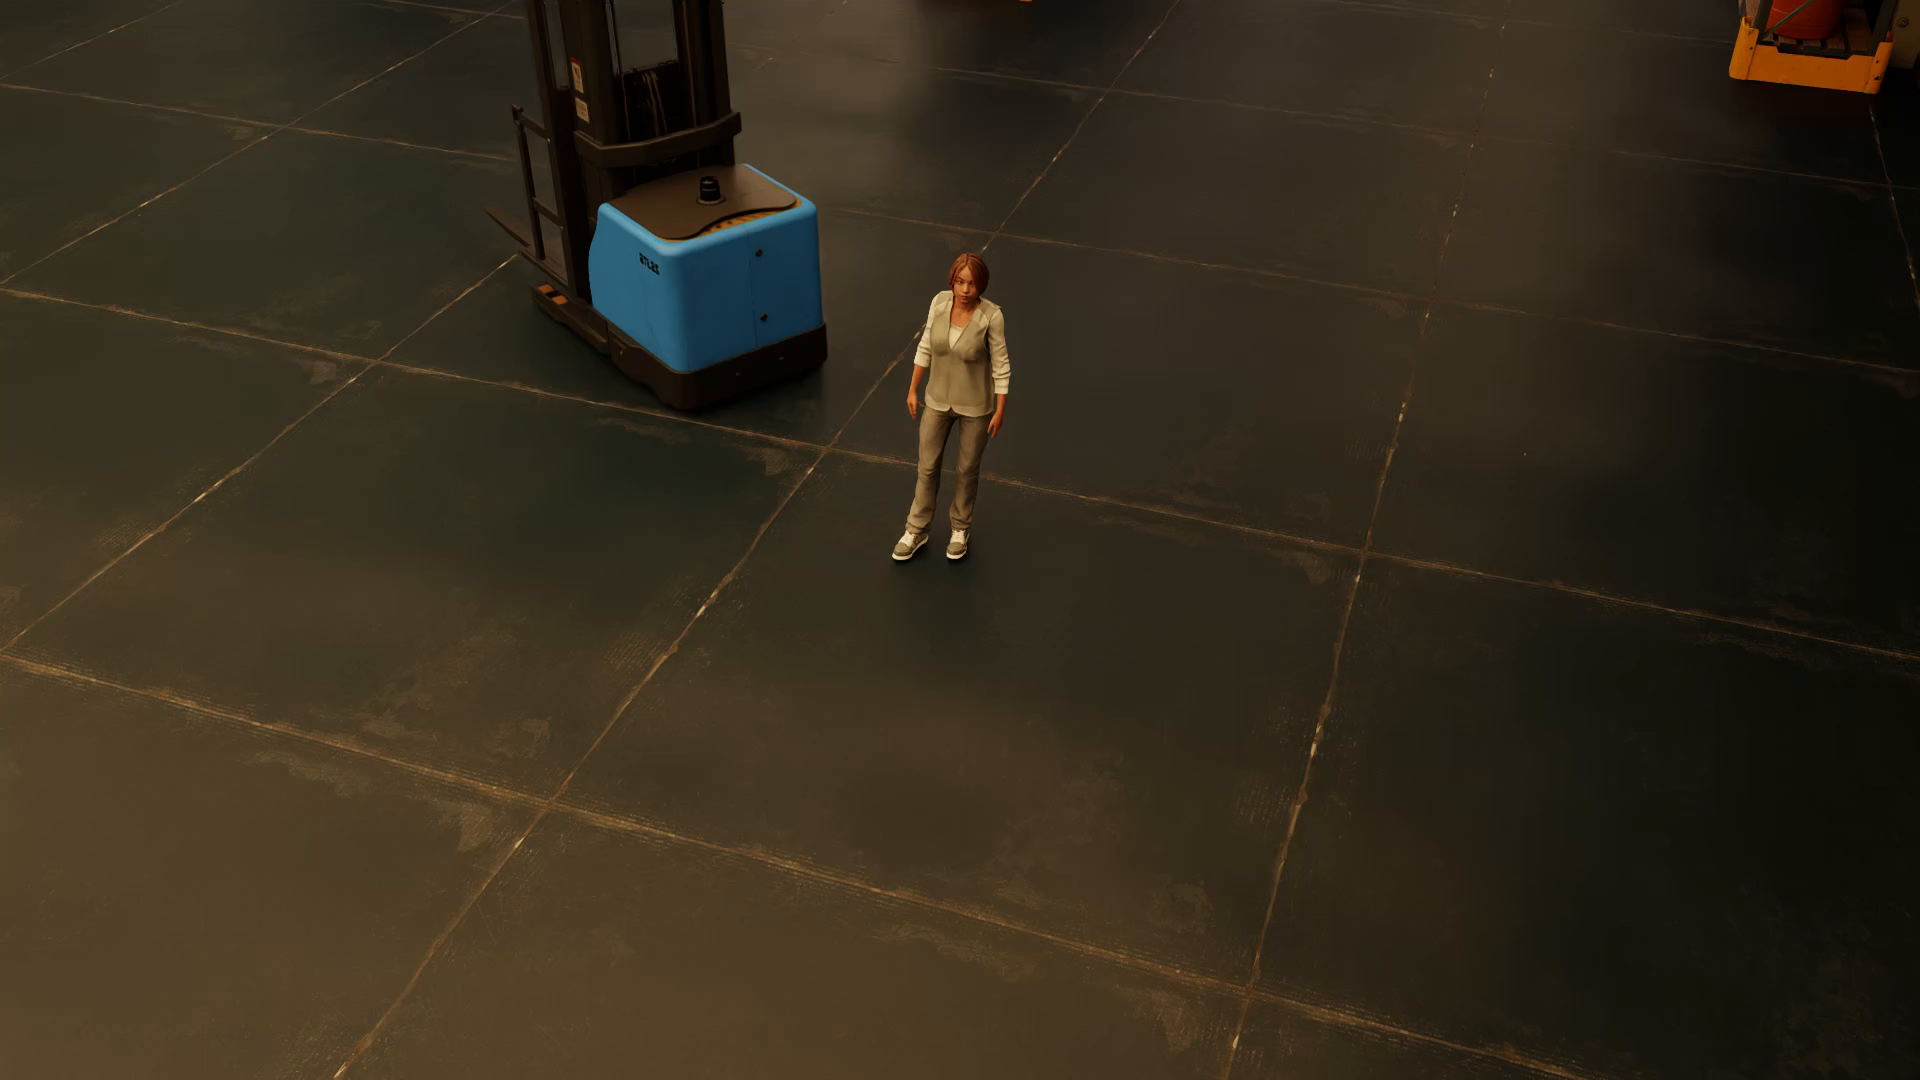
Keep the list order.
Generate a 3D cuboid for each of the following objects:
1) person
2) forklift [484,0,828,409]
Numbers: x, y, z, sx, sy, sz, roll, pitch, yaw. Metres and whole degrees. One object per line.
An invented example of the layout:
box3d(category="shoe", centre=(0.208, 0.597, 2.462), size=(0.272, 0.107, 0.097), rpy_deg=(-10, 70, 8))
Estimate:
box3d(category="person", centre=(-0.038, -0.619, 8.125), size=(0.521, 1.599, 0.473), rpy_deg=(12, 37, 16))
box3d(category="forklift", centre=(-2.102, -2.742, 9.979), size=(1.130, 2.935, 3.031), rpy_deg=(-24, 42, -30))
